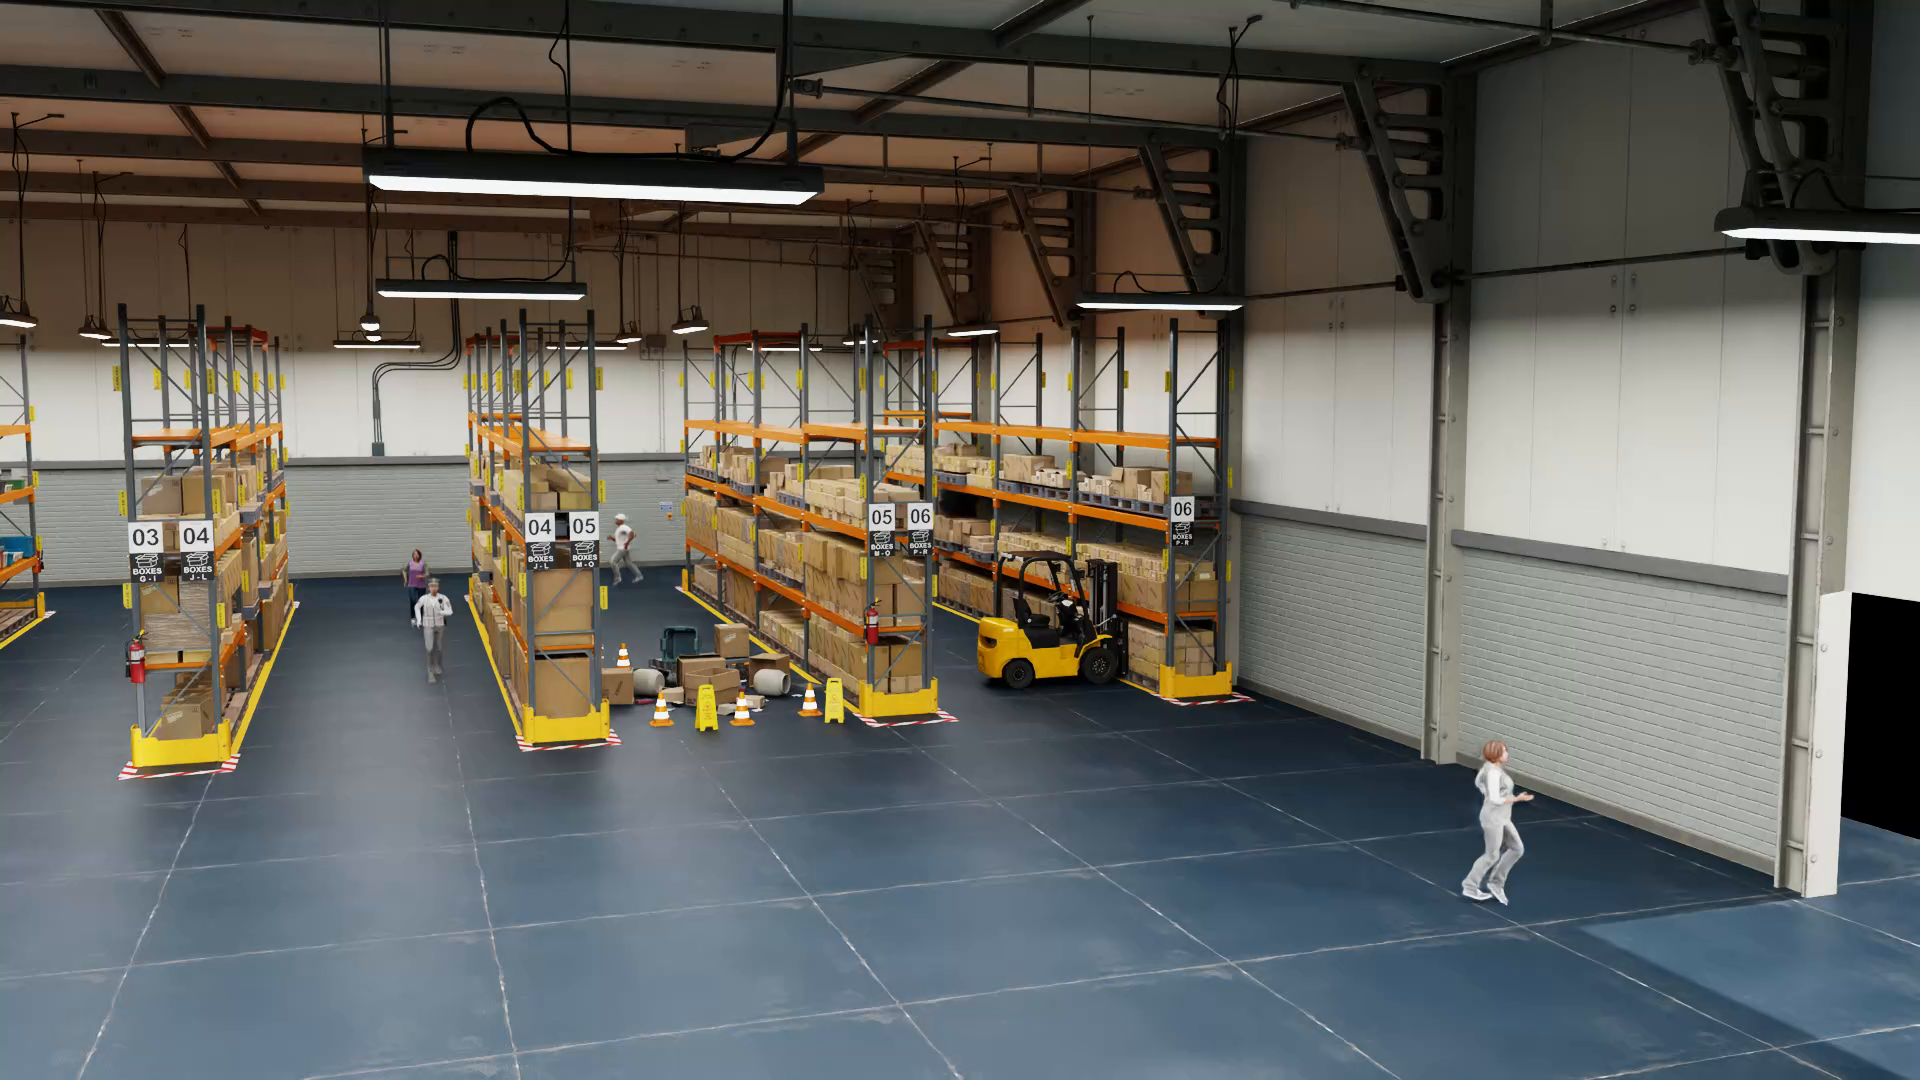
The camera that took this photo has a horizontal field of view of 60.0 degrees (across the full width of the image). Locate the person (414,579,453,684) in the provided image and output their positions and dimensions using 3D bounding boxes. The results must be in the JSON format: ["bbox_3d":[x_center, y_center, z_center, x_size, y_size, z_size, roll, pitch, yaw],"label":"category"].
[{"bbox_3d":[-8.828,1.495,27.933,0.596,1.719,0.879,-2,6,-21],"label":"person"}]

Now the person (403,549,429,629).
[{"bbox_3d":[-11.094,0.986,33.944,0.509,1.623,0.693,-2,6,-19],"label":"person"}]

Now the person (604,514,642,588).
[{"bbox_3d":[-8.261,0.263,40.747,0.910,1.816,0.712,-1,6,-12],"label":"person"}]

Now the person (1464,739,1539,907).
[{"bbox_3d":[5.174,2.705,15.878,0.660,1.635,0.514,3,6,25],"label":"person"}]
